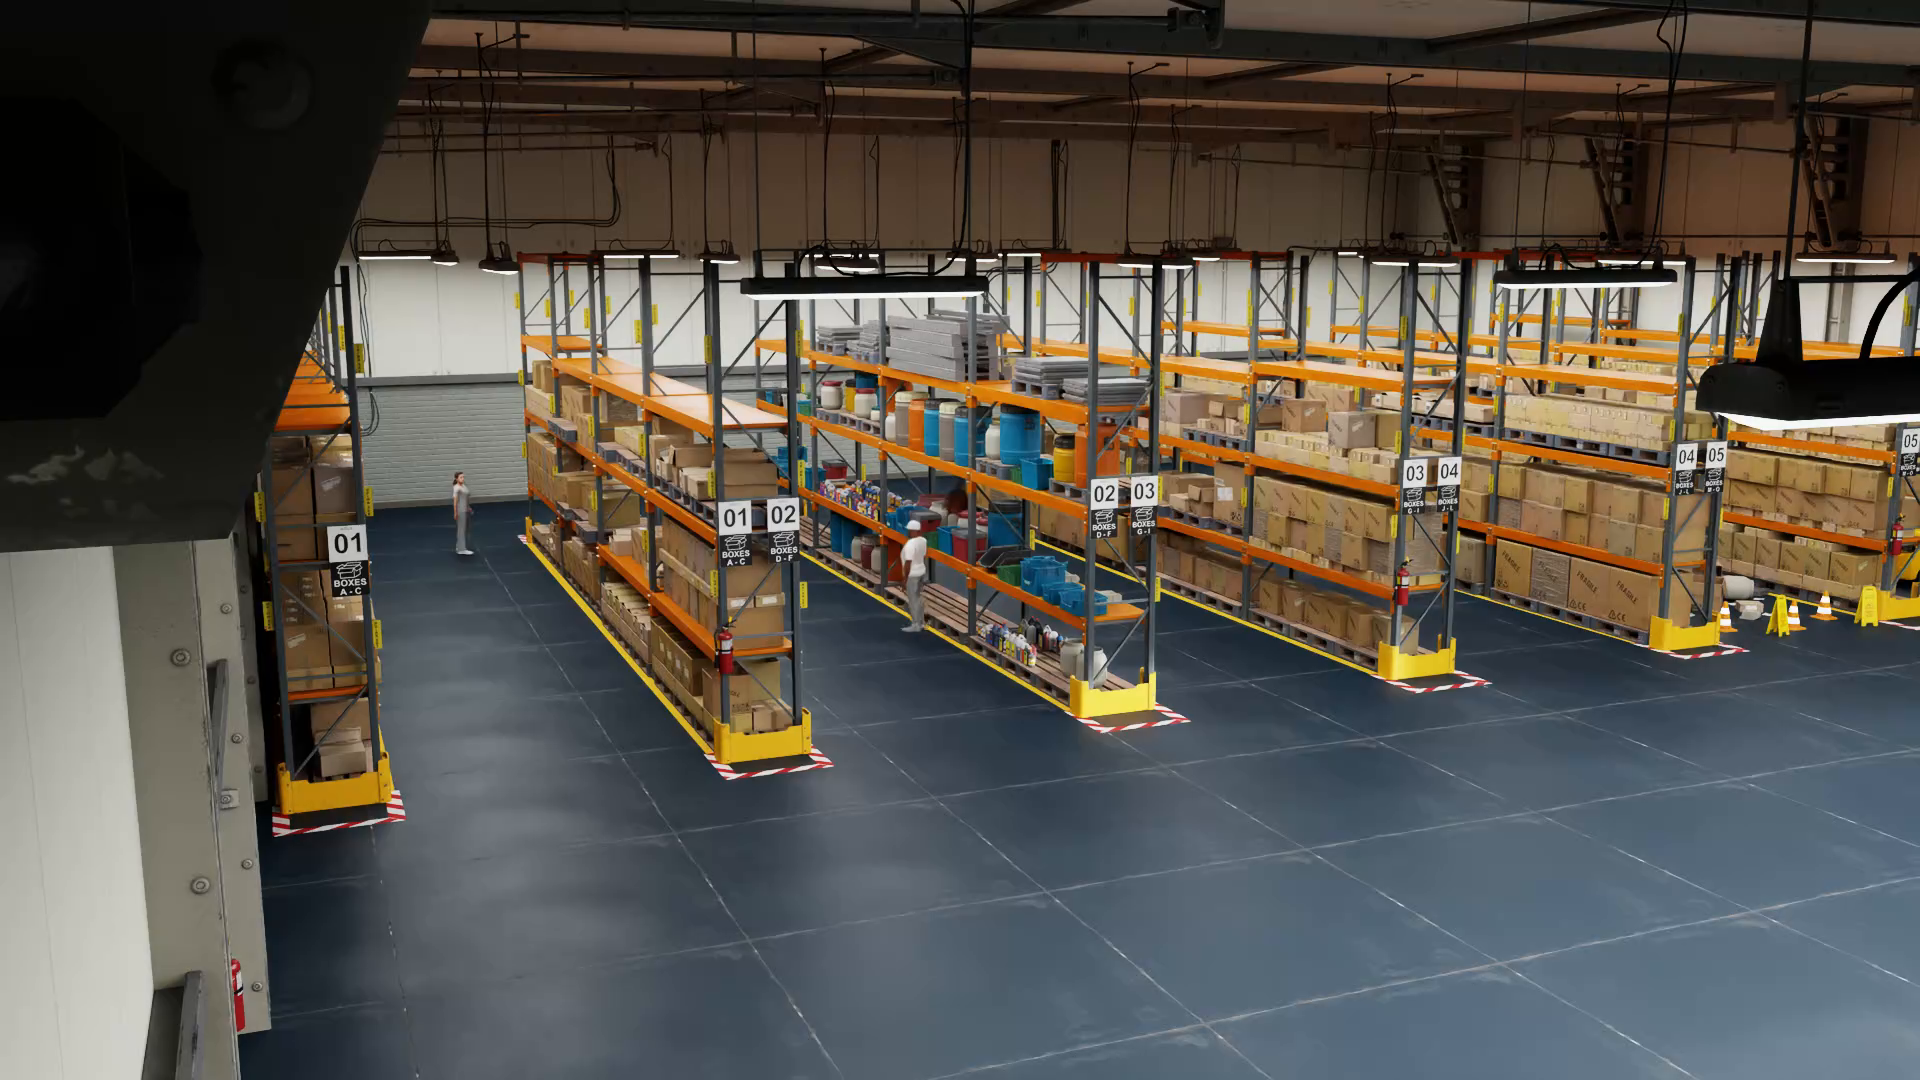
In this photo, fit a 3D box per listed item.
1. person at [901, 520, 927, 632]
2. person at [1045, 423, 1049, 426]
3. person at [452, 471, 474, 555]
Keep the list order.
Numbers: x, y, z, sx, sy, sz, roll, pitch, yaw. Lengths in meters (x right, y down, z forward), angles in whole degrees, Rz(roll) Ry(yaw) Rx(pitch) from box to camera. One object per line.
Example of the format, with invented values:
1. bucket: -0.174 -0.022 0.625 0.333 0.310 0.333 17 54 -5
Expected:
1. person: -0.741 0.579 26.259 0.347 1.800 0.666 4 11 22
2. person: 2.128 -2.080 41.452 0.633 1.742 0.975 -5 11 -24
3. person: -9.991 -0.559 33.417 0.366 1.676 0.532 -1 10 -6
